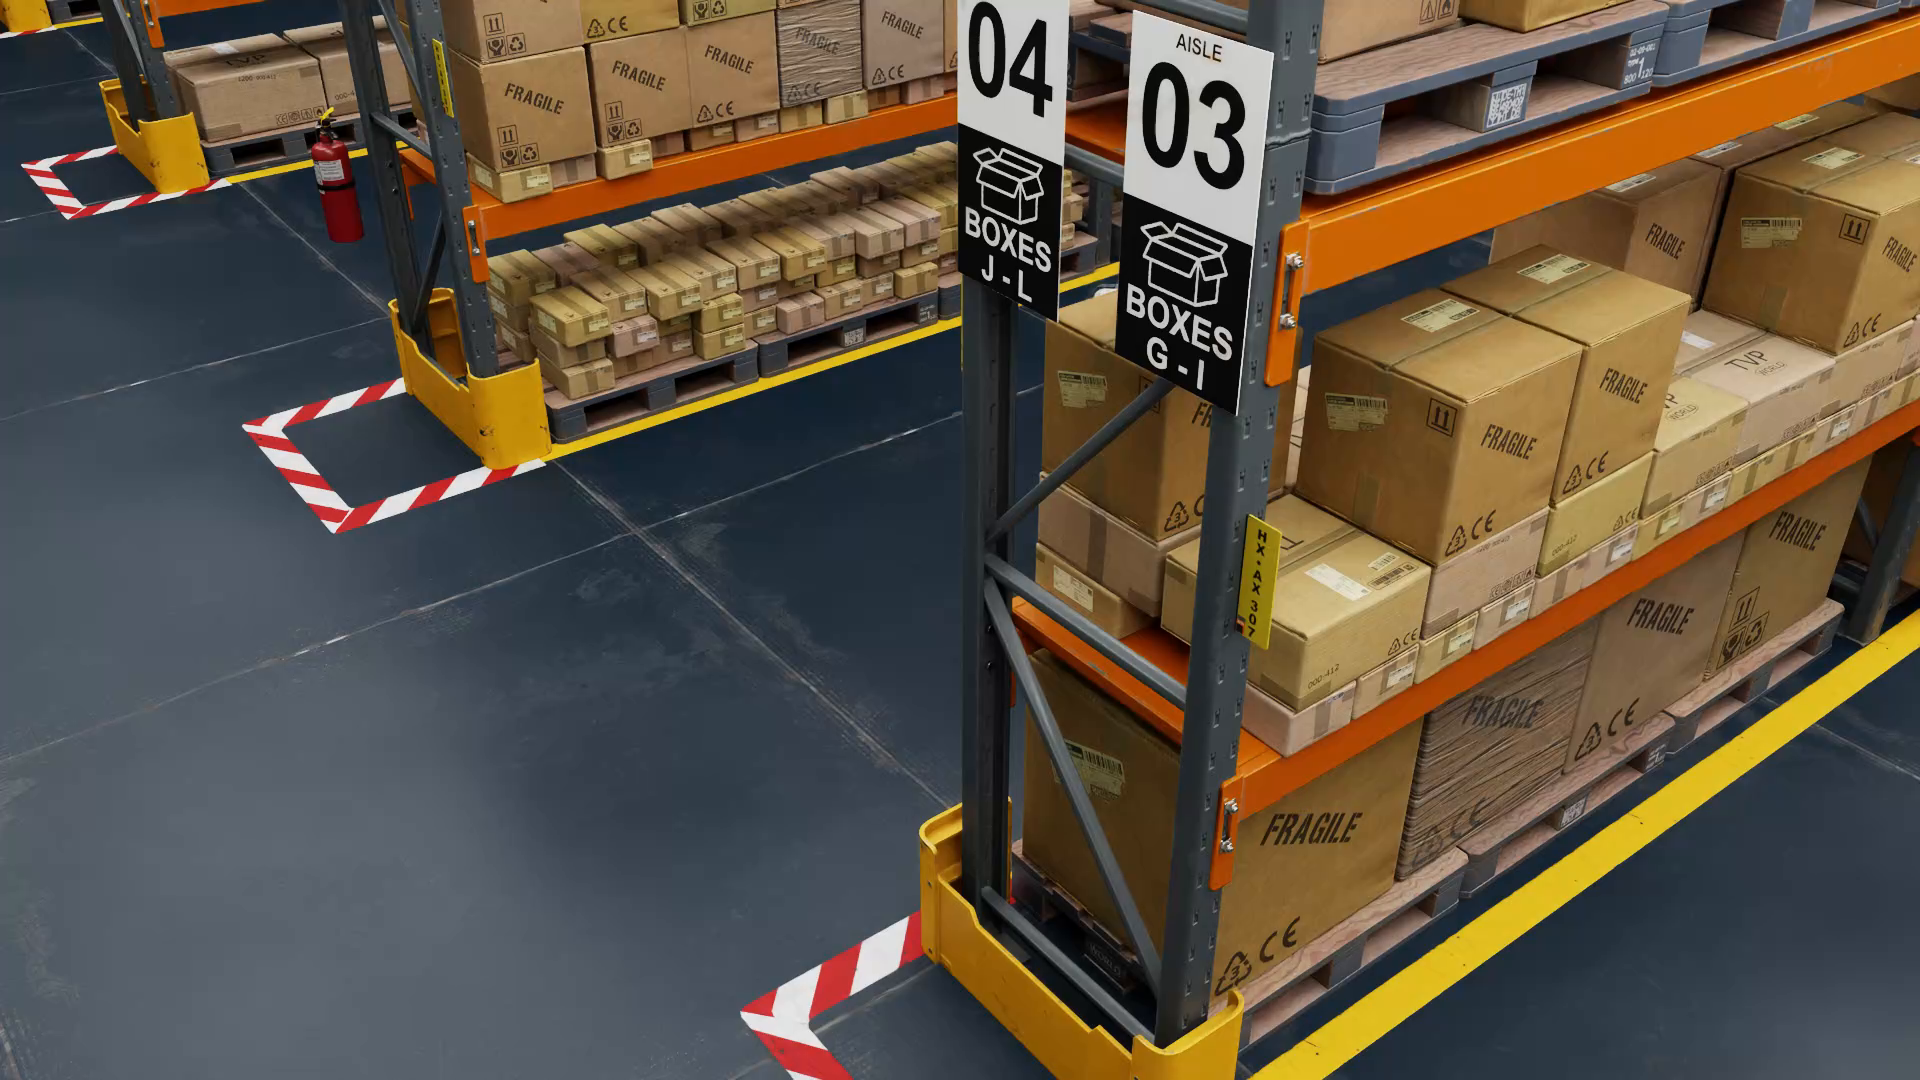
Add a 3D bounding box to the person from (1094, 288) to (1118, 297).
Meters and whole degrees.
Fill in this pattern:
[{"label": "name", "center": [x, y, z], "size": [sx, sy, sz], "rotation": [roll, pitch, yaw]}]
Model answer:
[{"label": "person", "center": [0.719, -0.613, 7.383], "size": [0.709, 1.375, 0.535], "rotation": [-22, 39, -31]}]
